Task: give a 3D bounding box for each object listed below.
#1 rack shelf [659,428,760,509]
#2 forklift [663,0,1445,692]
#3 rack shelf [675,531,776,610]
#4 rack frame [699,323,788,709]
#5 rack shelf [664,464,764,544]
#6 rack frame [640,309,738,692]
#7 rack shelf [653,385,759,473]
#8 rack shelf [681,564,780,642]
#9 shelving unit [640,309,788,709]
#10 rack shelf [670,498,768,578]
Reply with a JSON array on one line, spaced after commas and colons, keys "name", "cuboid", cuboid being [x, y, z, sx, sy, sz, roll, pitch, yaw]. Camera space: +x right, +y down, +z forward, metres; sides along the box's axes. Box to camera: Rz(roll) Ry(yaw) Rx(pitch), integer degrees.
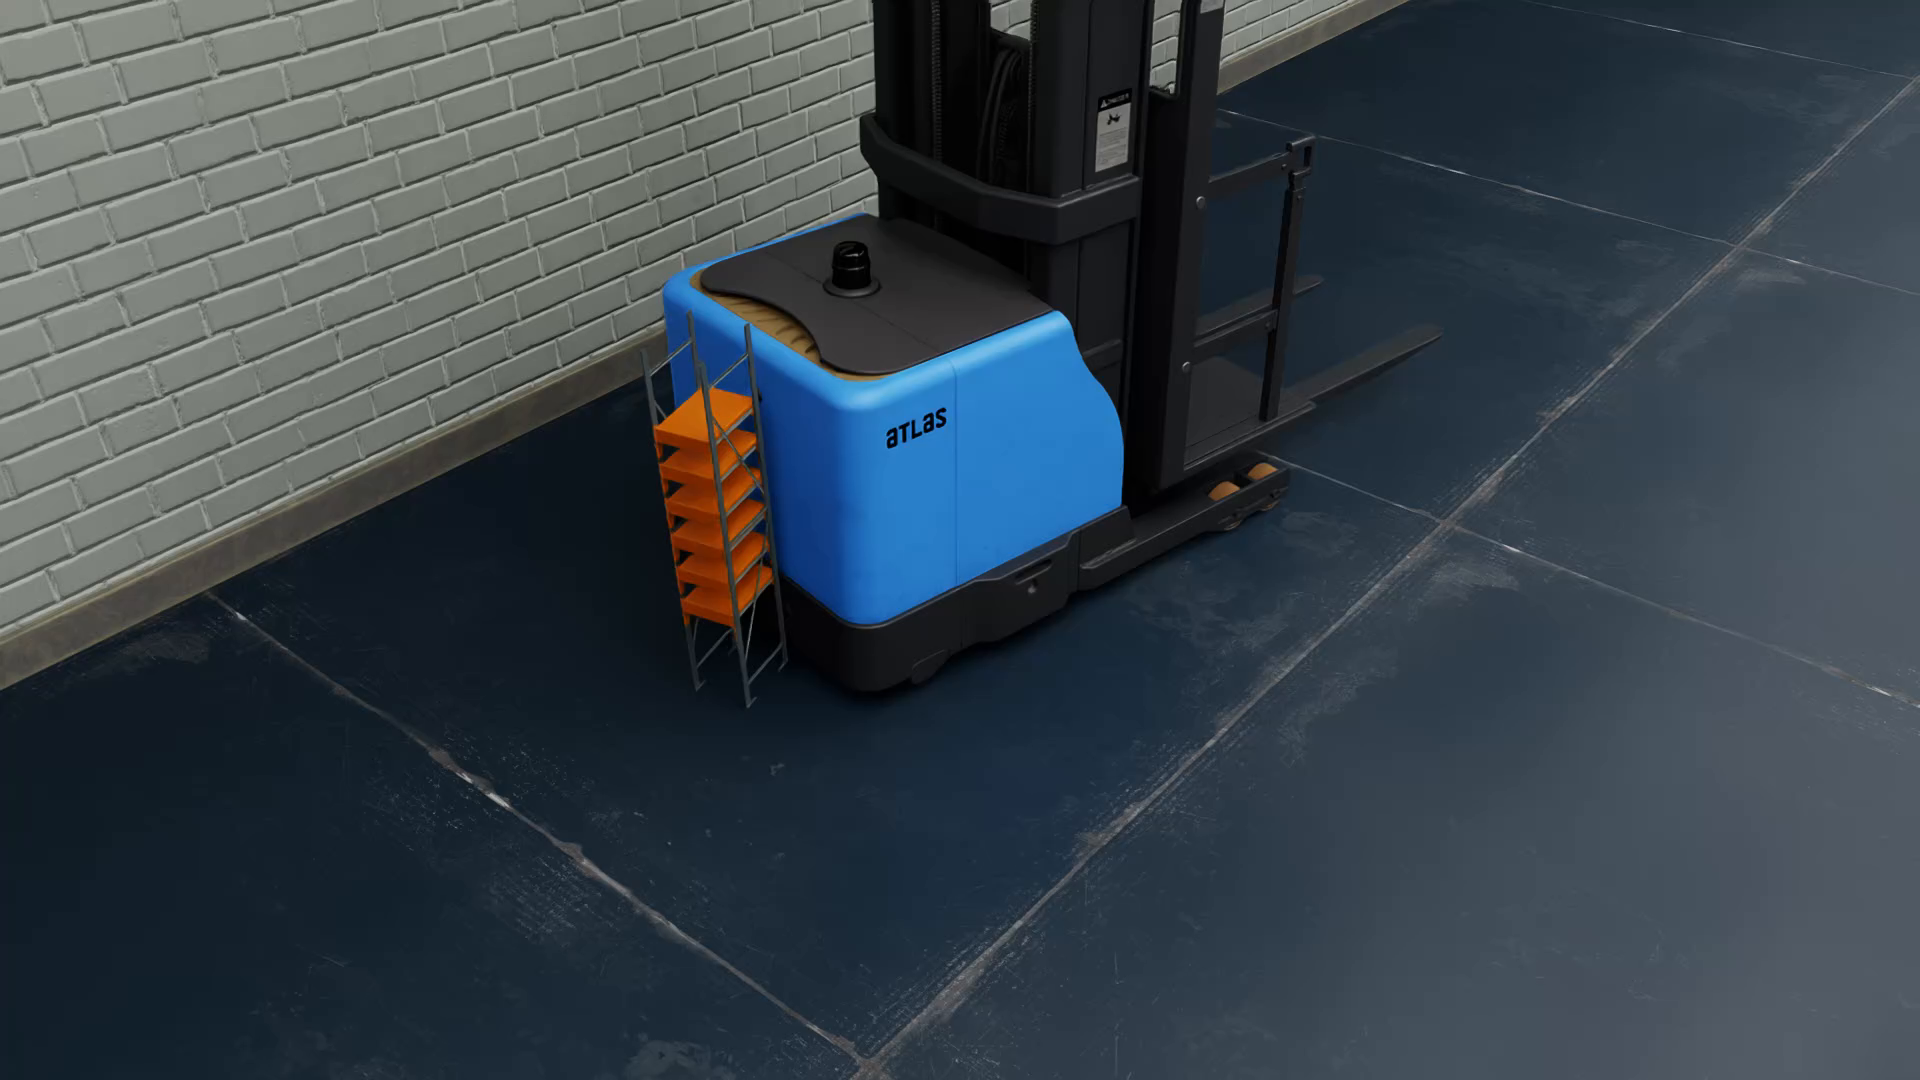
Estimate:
[{"name": "rack shelf", "cuboid": [-0.691, -0.215, 4.647, 0.180, 0.103, 0.258, 15, 40, 21]}, {"name": "forklift", "cuboid": [0.540, -1.448, 5.269, 3.031, 2.935, 1.130, -25, 42, -32]}, {"name": "rack shelf", "cuboid": [-0.682, 0.072, 4.864, 0.180, 0.103, 0.258, 15, 40, 21]}, {"name": "rack frame", "cuboid": [-0.604, -0.037, 4.732, 0.006, 1.200, 0.240, 15, 40, 21]}, {"name": "rack shelf", "cuboid": [-0.688, -0.120, 4.719, 0.180, 0.103, 0.258, 15, 40, 21]}, {"name": "rack frame", "cuboid": [-0.769, -0.082, 4.798, 0.006, 1.200, 0.240, 15, 40, 21]}, {"name": "rack shelf", "cuboid": [-0.694, -0.311, 4.575, 0.180, 0.103, 0.258, 15, 40, 21]}, {"name": "rack shelf", "cuboid": [-0.679, 0.168, 4.936, 0.180, 0.103, 0.258, 15, 40, 21]}, {"name": "shelving unit", "cuboid": [-0.686, -0.059, 4.765, 0.189, 1.200, 0.258, 15, 40, 21]}, {"name": "rack shelf", "cuboid": [-0.685, -0.024, 4.792, 0.180, 0.103, 0.258, 15, 40, 21]}]
